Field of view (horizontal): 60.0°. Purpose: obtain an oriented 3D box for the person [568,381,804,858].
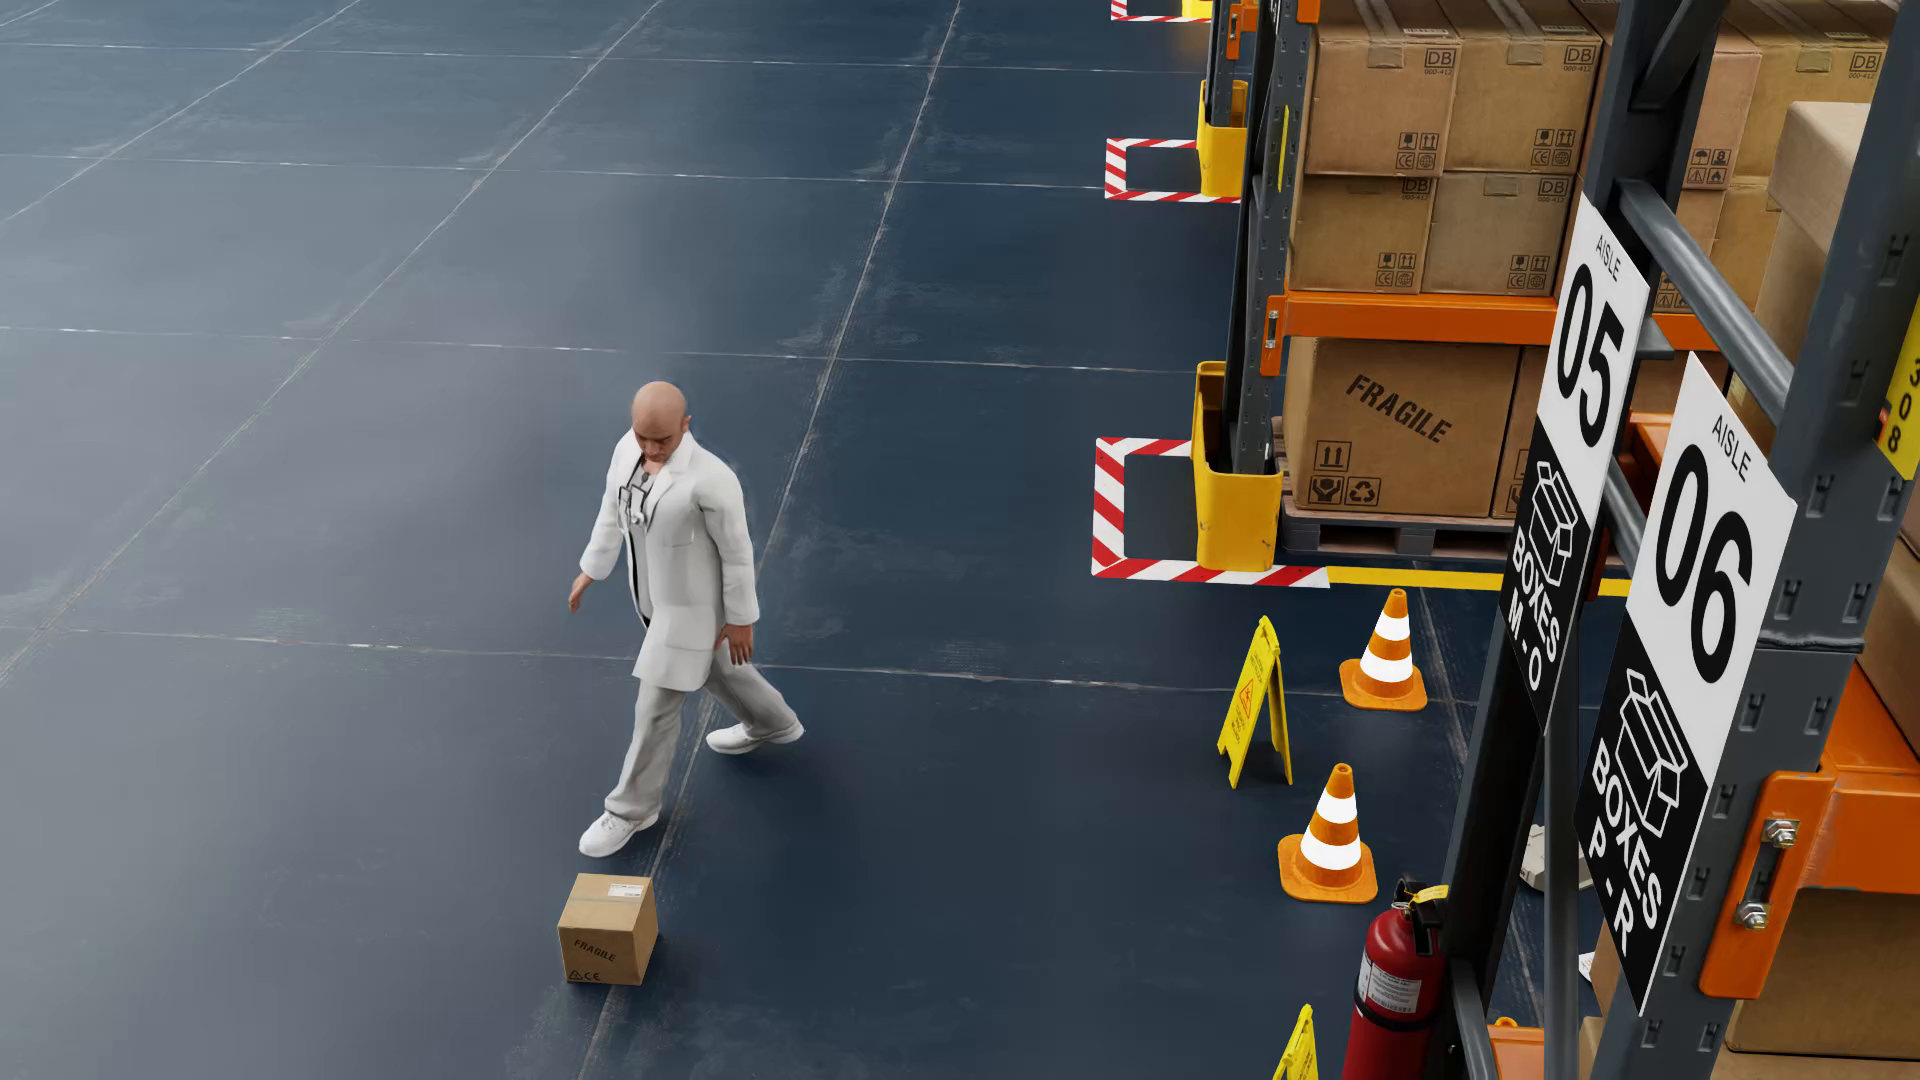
[{"bbox_3d":[-1.026,0.205,5.814,1.002,1.742,0.650,-22,38,-31],"label":"person"}]
